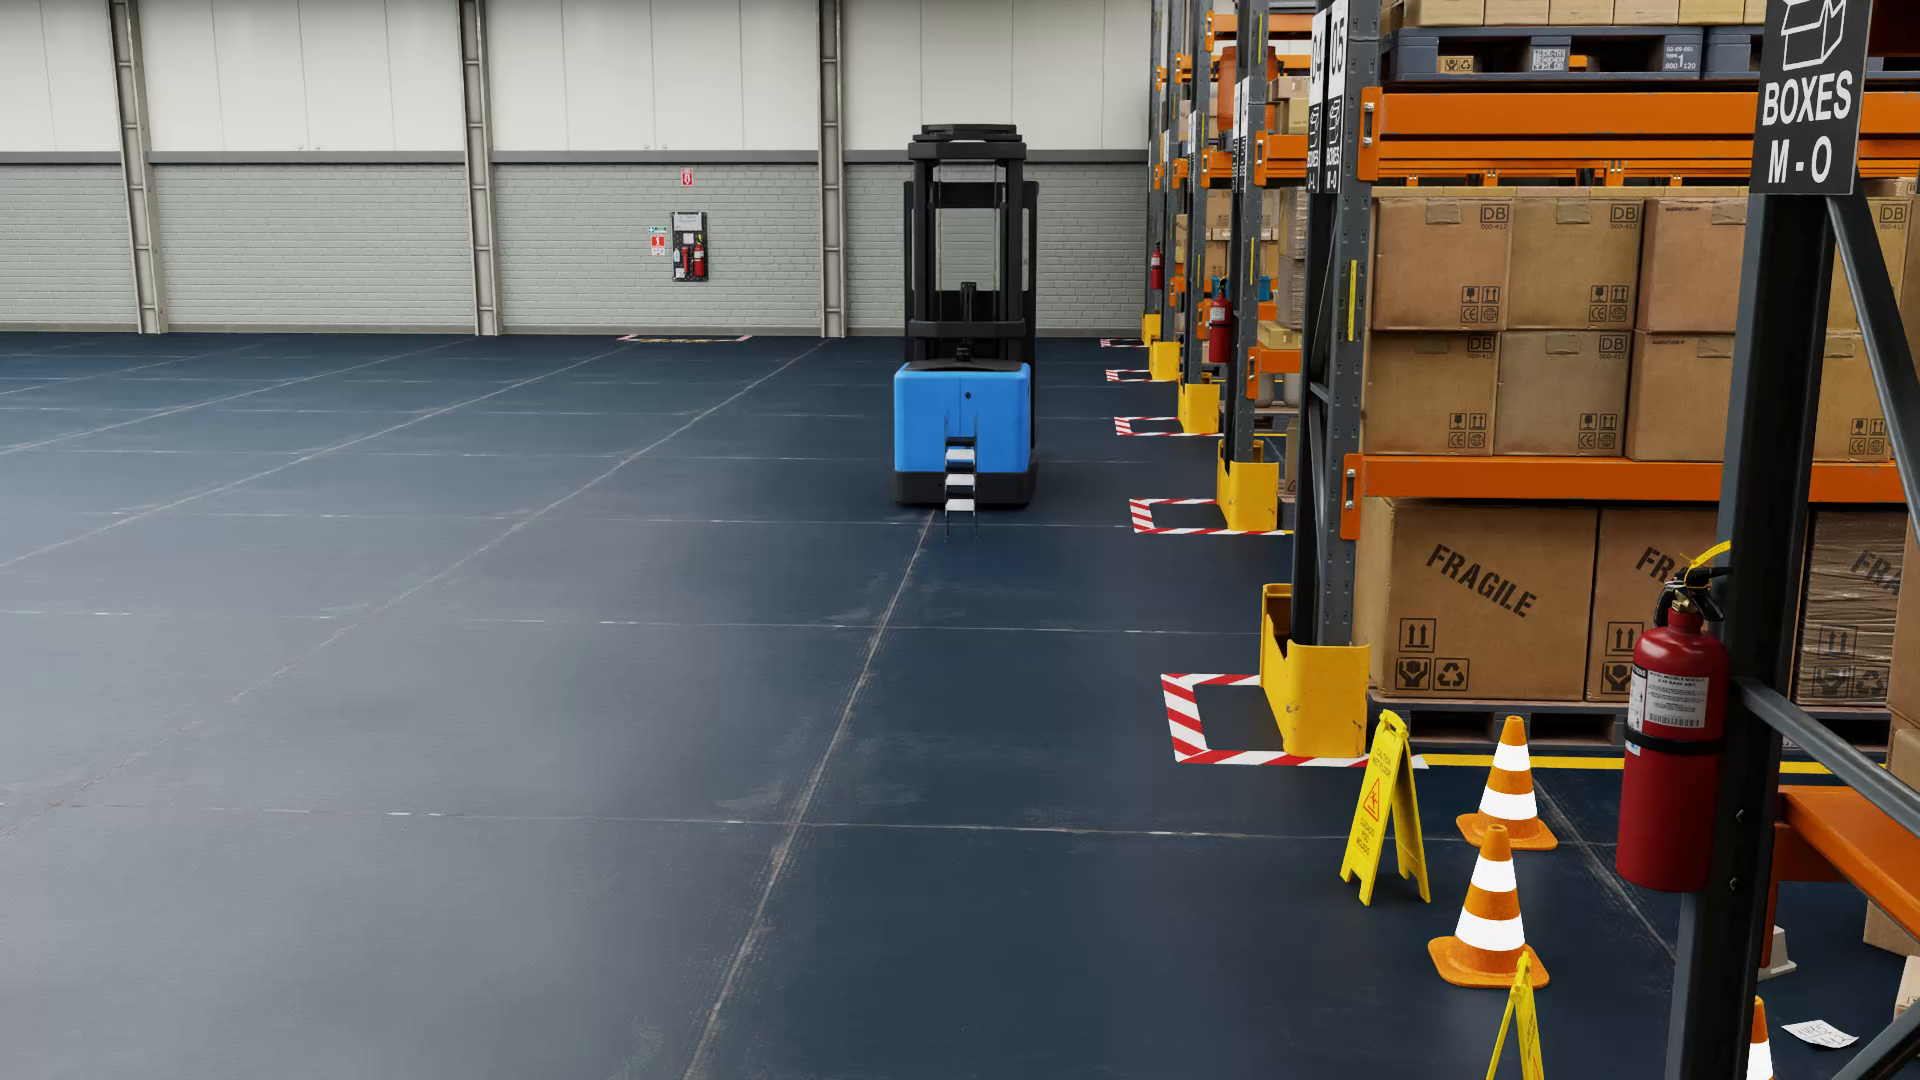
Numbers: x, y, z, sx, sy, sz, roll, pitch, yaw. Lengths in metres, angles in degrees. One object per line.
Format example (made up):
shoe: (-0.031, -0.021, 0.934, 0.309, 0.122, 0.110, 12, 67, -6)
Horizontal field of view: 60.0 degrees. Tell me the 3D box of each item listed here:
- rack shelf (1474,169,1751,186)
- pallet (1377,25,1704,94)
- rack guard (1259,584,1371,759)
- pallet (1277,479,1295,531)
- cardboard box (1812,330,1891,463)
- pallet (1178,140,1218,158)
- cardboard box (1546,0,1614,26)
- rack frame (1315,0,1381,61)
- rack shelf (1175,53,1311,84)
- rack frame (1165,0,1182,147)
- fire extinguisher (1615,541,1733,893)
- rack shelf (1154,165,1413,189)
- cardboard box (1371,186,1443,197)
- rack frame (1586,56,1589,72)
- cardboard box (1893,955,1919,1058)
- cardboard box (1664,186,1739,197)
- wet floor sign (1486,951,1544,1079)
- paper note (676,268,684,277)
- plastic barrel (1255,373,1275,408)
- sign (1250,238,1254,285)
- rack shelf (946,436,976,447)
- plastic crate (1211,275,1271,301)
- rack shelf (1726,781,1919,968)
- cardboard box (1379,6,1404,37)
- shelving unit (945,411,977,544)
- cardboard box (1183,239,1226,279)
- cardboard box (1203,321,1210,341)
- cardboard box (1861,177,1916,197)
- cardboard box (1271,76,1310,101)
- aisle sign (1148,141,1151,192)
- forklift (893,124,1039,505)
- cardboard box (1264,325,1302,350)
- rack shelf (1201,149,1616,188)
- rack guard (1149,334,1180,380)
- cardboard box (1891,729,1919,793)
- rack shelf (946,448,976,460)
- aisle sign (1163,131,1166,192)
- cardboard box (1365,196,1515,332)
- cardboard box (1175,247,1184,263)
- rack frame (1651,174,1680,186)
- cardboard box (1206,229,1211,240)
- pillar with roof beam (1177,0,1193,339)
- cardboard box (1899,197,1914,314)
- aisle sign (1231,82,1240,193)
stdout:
rack shelf: (8.745, -4.709, 21.383, 4.000, 0.370, 1.077, 1, 12, 4)
pallet: (2.401, -2.056, 7.161, 1.213, 0.211, 1.003, 1, 12, 4)
rack guard: (1.636, 0.584, 7.755, 0.348, 0.500, 1.175, 1, 12, 4)
pallet: (2.977, -0.267, 12.528, 1.213, 0.211, 1.003, 1, 12, 4)
cardboard box: (3.666, -0.682, 7.334, 0.500, 0.550, 0.875, 1, 12, 4)
pallet: (3.462, -5.085, 21.640, 1.213, 0.211, 1.003, 1, 12, 4)
cardboard box: (2.485, -2.162, 6.794, 0.250, 0.149, 0.380, 1, 12, 4)
rack frame: (1.660, -3.576, 6.883, 0.127, 3.000, 1.000, 1, 12, 4)
rack shelf: (4.754, -6.036, 21.379, 4.000, 0.370, 1.077, 1, 12, 4)
rack frame: (2.758, -6.611, 21.395, 0.127, 3.000, 1.000, 1, 12, 4)
fire extinguisher: (1.347, 0.316, 3.122, 0.183, 0.674, 0.296, 1, 12, 4)
rack shelf: (5.081, -5.776, 26.483, 4.000, 0.370, 1.077, 1, 12, 4)
cardboard box: (3.122, -2.263, 11.850, 0.500, 0.500, 0.500, 1, 12, 4)
rack frame: (6.415, -5.545, 16.296, 0.127, 3.000, 1.000, 1, 12, 4)
cardboard box: (2.873, 1.374, 4.835, 0.250, 0.149, 0.380, 8, 14, 33)
cardboard box: (5.117, -2.237, 11.722, 0.500, 0.500, 0.500, 1, 12, 4)
wet floor sign: (1.312, 1.305, 3.955, 0.232, 0.644, 0.267, 5, 13, 23)
paper note: (-4.780, -4.563, 28.407, 0.142, 0.148, 0.016, 1, 12, 4)
plastic barrel: (3.085, -1.657, 17.415, 0.421, 0.512, 0.421, 0, 12, 0)
sign: (2.057, -1.964, 11.716, 0.005, 0.325, 0.100, 1, 12, 4)
rack shelf: (0.008, -0.672, 11.627, 0.200, 0.077, 0.258, 1, 12, 4)
plastic crate: (2.943, -2.644, 17.447, 0.616, 0.251, 0.499, 1, 12, 4)
rack shelf: (3.426, 0.753, 2.599, 4.000, 0.370, 1.077, 1, 12, 4)
cardboard box: (2.015, -2.304, 7.472, 0.250, 0.149, 0.380, 1, 12, 4)
shelving unit: (0.008, -0.440, 11.675, 0.210, 0.900, 0.258, 1, 12, 4)
cardboard box: (3.223, -3.715, 21.956, 0.500, 0.500, 0.700, 1, 12, 4)
cardboard box: (3.313, -2.955, 22.427, 0.500, 0.500, 0.500, 1, 12, 4)
cardboard box: (6.867, -2.056, 11.780, 1.000, 1.000, 1.000, 1, 12, 4)
cardboard box: (2.352, -3.190, 11.758, 0.250, 0.149, 0.380, 1, 12, 3)
aisle sign: (2.994, -5.899, 26.293, 0.004, 0.787, 0.394, 1, 12, 4)
forklift: (0.101, -1.954, 13.951, 1.130, 2.935, 3.031, 1, 12, 4)
cardboard box: (2.361, -1.475, 12.109, 0.250, 0.149, 0.380, 1, 12, 4)
rack shelf: (4.419, -3.752, 16.808, 4.000, 0.370, 1.077, 1, 12, 4)
rack guard: (2.734, -2.452, 22.267, 0.348, 0.500, 1.175, 1, 12, 4)
cardboard box: (1.818, 0.458, 2.867, 0.250, 0.149, 0.380, 1, 12, 6)
rack shelf: (0.008, -0.584, 11.645, 0.200, 0.077, 0.258, 1, 12, 4)
aisle sign: (2.712, -5.008, 22.034, 0.004, 0.787, 0.394, 1, 12, 4)
cardboard box: (2.028, -1.228, 7.309, 0.550, 0.550, 0.875, 1, 12, 4)
cardboard box: (3.551, -4.552, 26.519, 0.500, 0.250, 0.500, 0, 12, 2)
rack frame: (11.068, -4.577, 26.324, 0.127, 3.000, 1.000, 1, 12, 4)
cardboard box: (3.136, -3.992, 21.697, 0.250, 0.149, 0.380, 1, 12, 3)
pillar with roof beam: (3.554, -6.911, 22.828, 0.400, 9.000, 9.100, 1, 12, 4)
cardboard box: (4.200, -1.218, 7.260, 0.550, 0.550, 0.875, 1, 12, 4)
aisle sign: (2.051, -2.986, 12.366, 0.004, 0.787, 0.394, 1, 12, 4)
